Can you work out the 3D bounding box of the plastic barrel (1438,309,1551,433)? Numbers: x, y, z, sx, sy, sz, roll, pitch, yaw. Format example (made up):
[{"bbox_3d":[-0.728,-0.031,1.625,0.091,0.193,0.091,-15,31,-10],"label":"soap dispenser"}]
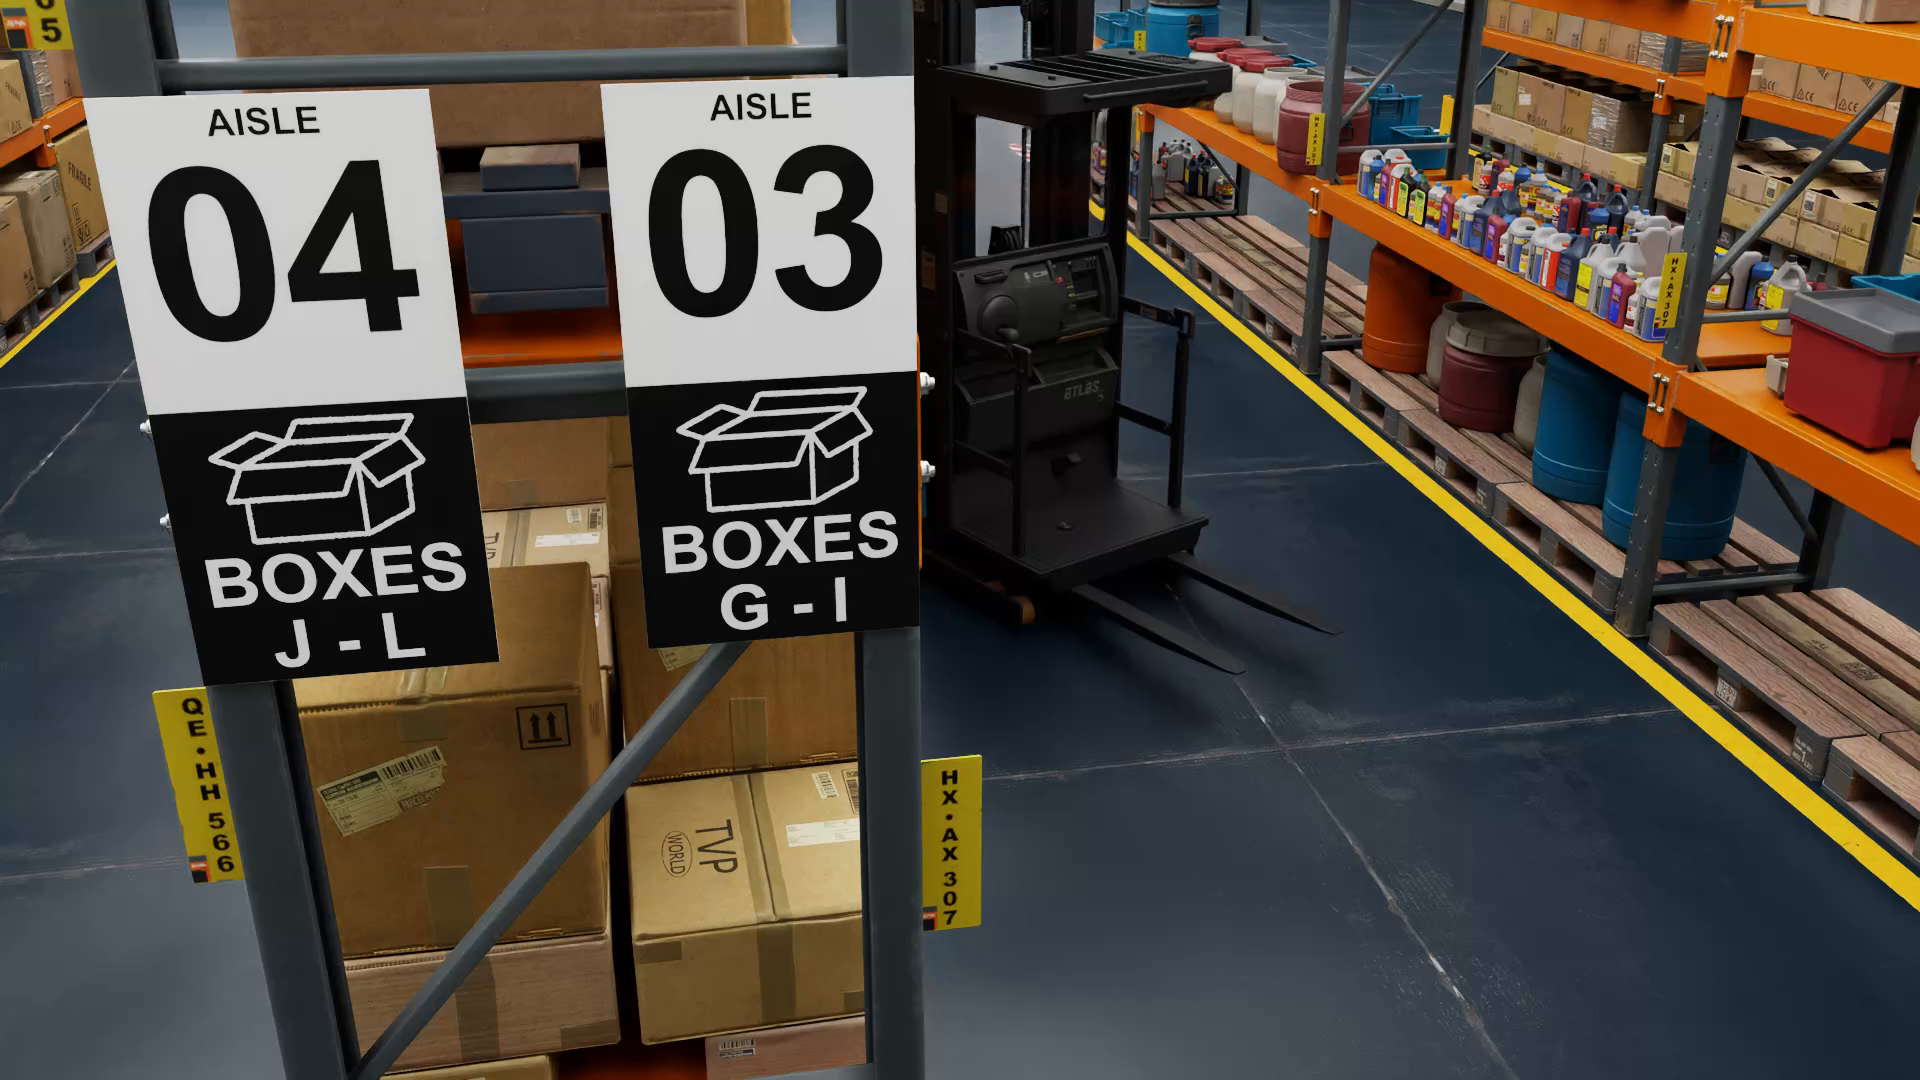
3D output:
[{"bbox_3d":[3.143,-1.000,9.779,0.600,0.588,0.708,-4,24,-10],"label":"plastic barrel"}]

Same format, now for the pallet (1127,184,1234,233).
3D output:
[{"bbox_3d":[2.004,-3.110,15.608,1.003,0.211,1.213,-4,24,-10],"label":"pallet"}]

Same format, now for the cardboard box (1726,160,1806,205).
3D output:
[{"bbox_3d":[6.972,-3.094,14.296,0.500,0.311,0.500,-5,24,-11],"label":"cardboard box"}]

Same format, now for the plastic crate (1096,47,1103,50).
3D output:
[{"bbox_3d":[1.538,-4.620,15.910,0.530,0.136,0.437,-4,24,-10],"label":"plastic crate"}]

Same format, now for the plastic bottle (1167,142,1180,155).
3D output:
[{"bbox_3d":[2.138,-3.857,16.686,0.152,0.276,0.135,-4,24,-9],"label":"plastic bottle"}]

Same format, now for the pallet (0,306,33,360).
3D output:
[{"bbox_3d":[-7.228,-1.370,11.624,1.003,0.211,1.213,-4,24,-10],"label":"pallet"}]

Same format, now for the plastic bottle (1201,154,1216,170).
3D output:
[{"bbox_3d":[2.346,-3.457,15.677,0.144,0.351,0.185,-4,24,-8],"label":"plastic bottle"}]

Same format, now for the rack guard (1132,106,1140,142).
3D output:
[{"bbox_3d":[1.408,-4.522,18.480,1.175,0.500,0.348,-4,24,-10],"label":"rack guard"}]

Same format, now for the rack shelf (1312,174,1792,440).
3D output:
[{"bbox_3d":[3.197,-1.431,9.178,1.077,0.370,4.000,-4,24,-10],"label":"rack shelf"}]

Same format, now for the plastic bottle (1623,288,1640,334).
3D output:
[{"bbox_3d":[3.128,-1.058,7.673,0.097,0.201,0.097,0,24,0],"label":"plastic bottle"}]

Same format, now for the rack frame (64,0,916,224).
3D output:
[{"bbox_3d":[-0.561,-1.784,1.591,1.000,3.000,0.127,-4,24,-10],"label":"rack frame"}]

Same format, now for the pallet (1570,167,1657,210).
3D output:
[{"bbox_3d":[6.850,-3.524,16.555,1.003,0.211,1.213,-4,24,-10],"label":"pallet"}]

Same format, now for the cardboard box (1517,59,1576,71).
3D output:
[{"bbox_3d":[6.608,-5.147,18.760,0.500,0.500,0.500,-4,24,-10],"label":"cardboard box"}]

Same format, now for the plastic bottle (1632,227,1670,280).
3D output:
[{"bbox_3d":[3.535,-1.481,8.547,0.152,0.276,0.135,-4,24,-10],"label":"plastic bottle"}]

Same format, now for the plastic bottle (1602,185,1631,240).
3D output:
[{"bbox_3d":[3.580,-1.757,9.087,0.144,0.351,0.185,-4,24,-10],"label":"plastic bottle"}]

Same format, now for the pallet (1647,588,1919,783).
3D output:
[{"bbox_3d":[3.741,0.590,7.136,1.003,0.211,1.213,-4,24,-10],"label":"pallet"}]

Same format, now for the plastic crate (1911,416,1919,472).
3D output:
[{"bbox_3d":[3.668,-0.333,5.838,0.437,0.282,0.530,-4,24,-10],"label":"plastic crate"}]

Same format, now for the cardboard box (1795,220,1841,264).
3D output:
[{"bbox_3d":[7.170,-2.435,13.487,0.500,0.250,0.500,-4,24,-9],"label":"cardboard box"}]

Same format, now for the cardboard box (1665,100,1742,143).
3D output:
[{"bbox_3d":[7.178,-3.968,16.061,0.500,0.500,0.500,-4,24,-10],"label":"cardboard box"}]

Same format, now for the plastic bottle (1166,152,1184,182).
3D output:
[{"bbox_3d":[2.091,-3.643,16.197,0.152,0.276,0.135,-4,24,-10],"label":"plastic bottle"}]

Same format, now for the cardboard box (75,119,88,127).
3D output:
[{"bbox_3d":[-7.891,-3.253,14.580,0.875,0.875,0.875,-4,24,-9],"label":"cardboard box"}]

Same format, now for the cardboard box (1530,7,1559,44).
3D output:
[{"bbox_3d":[6.478,-5.519,17.513,0.700,0.500,0.500,-4,24,-9],"label":"cardboard box"}]

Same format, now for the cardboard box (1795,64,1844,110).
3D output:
[{"bbox_3d":[7.272,-3.824,13.634,0.500,0.500,0.500,-4,24,-10],"label":"cardboard box"}]

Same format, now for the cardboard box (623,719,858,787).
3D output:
[{"bbox_3d":[-0.487,0.485,3.707,0.500,0.250,0.500,-5,24,-10],"label":"cardboard box"}]

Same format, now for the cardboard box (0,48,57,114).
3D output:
[{"bbox_3d":[-7.753,-3.640,13.149,0.875,0.550,0.550,-4,24,-10],"label":"cardboard box"}]

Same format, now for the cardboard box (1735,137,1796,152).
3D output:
[{"bbox_3d":[7.313,-3.537,15.312,0.500,0.311,0.500,-4,24,-10],"label":"cardboard box"}]

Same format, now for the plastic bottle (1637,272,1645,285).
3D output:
[{"bbox_3d":[3.228,-1.175,7.940,0.097,0.201,0.097,0,24,0],"label":"plastic bottle"}]

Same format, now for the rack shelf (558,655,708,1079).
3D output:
[{"bbox_3d":[-0.931,0.509,4.737,1.077,0.370,4.000,-4,24,-10],"label":"rack shelf"}]

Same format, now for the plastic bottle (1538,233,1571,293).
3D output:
[{"bbox_3d":[3.015,-1.391,8.341,0.152,0.276,0.135,-4,24,-10],"label":"plastic bottle"}]

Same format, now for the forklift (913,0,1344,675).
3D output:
[{"bbox_3d":[0.504,-1.145,7.709,1.130,2.935,3.031,-17,29,-34],"label":"forklift"}]

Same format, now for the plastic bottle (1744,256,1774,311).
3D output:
[{"bbox_3d":[3.836,-1.226,7.970,0.097,0.271,0.097,0,24,0],"label":"plastic bottle"}]

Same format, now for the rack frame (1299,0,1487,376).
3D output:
[{"bbox_3d":[2.827,-2.548,10.835,1.000,3.000,0.127,-4,24,-10],"label":"rack frame"}]

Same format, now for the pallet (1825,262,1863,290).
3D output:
[{"bbox_3d":[7.582,-1.962,12.978,1.003,0.211,1.213,-4,24,-10],"label":"pallet"}]

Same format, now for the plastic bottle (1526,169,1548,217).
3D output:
[{"bbox_3d":[3.439,-2.070,9.904,0.097,0.271,0.097,0,24,0],"label":"plastic bottle"}]

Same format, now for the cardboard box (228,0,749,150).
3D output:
[{"bbox_3d":[-0.710,-0.894,2.526,0.700,0.500,0.500,-6,24,-13],"label":"cardboard box"}]

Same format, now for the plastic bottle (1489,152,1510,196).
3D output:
[{"bbox_3d":[3.364,-2.276,10.359,0.061,0.283,0.133,-4,24,-10],"label":"plastic bottle"}]

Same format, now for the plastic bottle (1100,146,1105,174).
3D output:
[{"bbox_3d":[1.440,-3.775,16.504,0.097,0.271,0.097,0,24,0],"label":"plastic bottle"}]

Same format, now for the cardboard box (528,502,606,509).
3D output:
[{"bbox_3d":[-1.283,-0.072,4.982,0.500,0.250,0.500,-4,24,-8],"label":"cardboard box"}]

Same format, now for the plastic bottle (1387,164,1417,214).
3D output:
[{"bbox_3d":[2.675,-2.115,9.999,0.152,0.276,0.135,-4,24,-10],"label":"plastic bottle"}]

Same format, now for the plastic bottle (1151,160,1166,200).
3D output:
[{"bbox_3d":[1.827,-3.351,15.436,0.144,0.351,0.185,-4,24,-10],"label":"plastic bottle"}]

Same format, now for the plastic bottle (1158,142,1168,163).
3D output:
[{"bbox_3d":[2.033,-3.852,16.666,0.061,0.283,0.133,-4,24,-10],"label":"plastic bottle"}]

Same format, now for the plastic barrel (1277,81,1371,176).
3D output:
[{"bbox_3d":[2.443,-2.770,11.175,0.600,0.536,0.708,-4,24,-10],"label":"plastic barrel"}]

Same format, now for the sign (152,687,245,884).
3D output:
[{"bbox_3d":[-1.097,0.361,2.433,0.100,0.325,0.005,-4,24,-10],"label":"sign"}]

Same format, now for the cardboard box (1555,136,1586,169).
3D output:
[{"bbox_3d":[6.466,-3.978,17.021,0.500,0.250,0.500,-4,24,-10],"label":"cardboard box"}]

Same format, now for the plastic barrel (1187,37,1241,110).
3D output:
[{"bbox_3d":[2.049,-3.791,13.512,0.433,0.535,0.433,0,24,0],"label":"plastic barrel"}]

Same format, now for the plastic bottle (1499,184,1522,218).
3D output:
[{"bbox_3d":[2.996,-1.787,9.154,0.144,0.351,0.185,-4,24,-10],"label":"plastic bottle"}]

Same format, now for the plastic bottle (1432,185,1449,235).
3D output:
[{"bbox_3d":[2.755,-1.883,9.475,0.097,0.271,0.097,0,24,0],"label":"plastic bottle"}]

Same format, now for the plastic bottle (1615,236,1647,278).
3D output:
[{"bbox_3d":[3.217,-1.300,8.040,0.144,0.351,0.185,-4,24,-10],"label":"plastic bottle"}]

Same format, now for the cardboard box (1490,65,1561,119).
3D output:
[{"bbox_3d":[6.191,-4.912,18.222,0.500,0.500,0.500,-4,24,-10],"label":"cardboard box"}]

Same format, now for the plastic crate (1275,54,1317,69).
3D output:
[{"bbox_3d":[2.597,-3.703,13.500,0.392,0.384,0.575,-4,24,-10],"label":"plastic crate"}]

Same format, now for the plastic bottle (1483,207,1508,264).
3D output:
[{"bbox_3d":[2.860,-1.626,8.870,0.061,0.283,0.133,-4,24,-10],"label":"plastic bottle"}]
